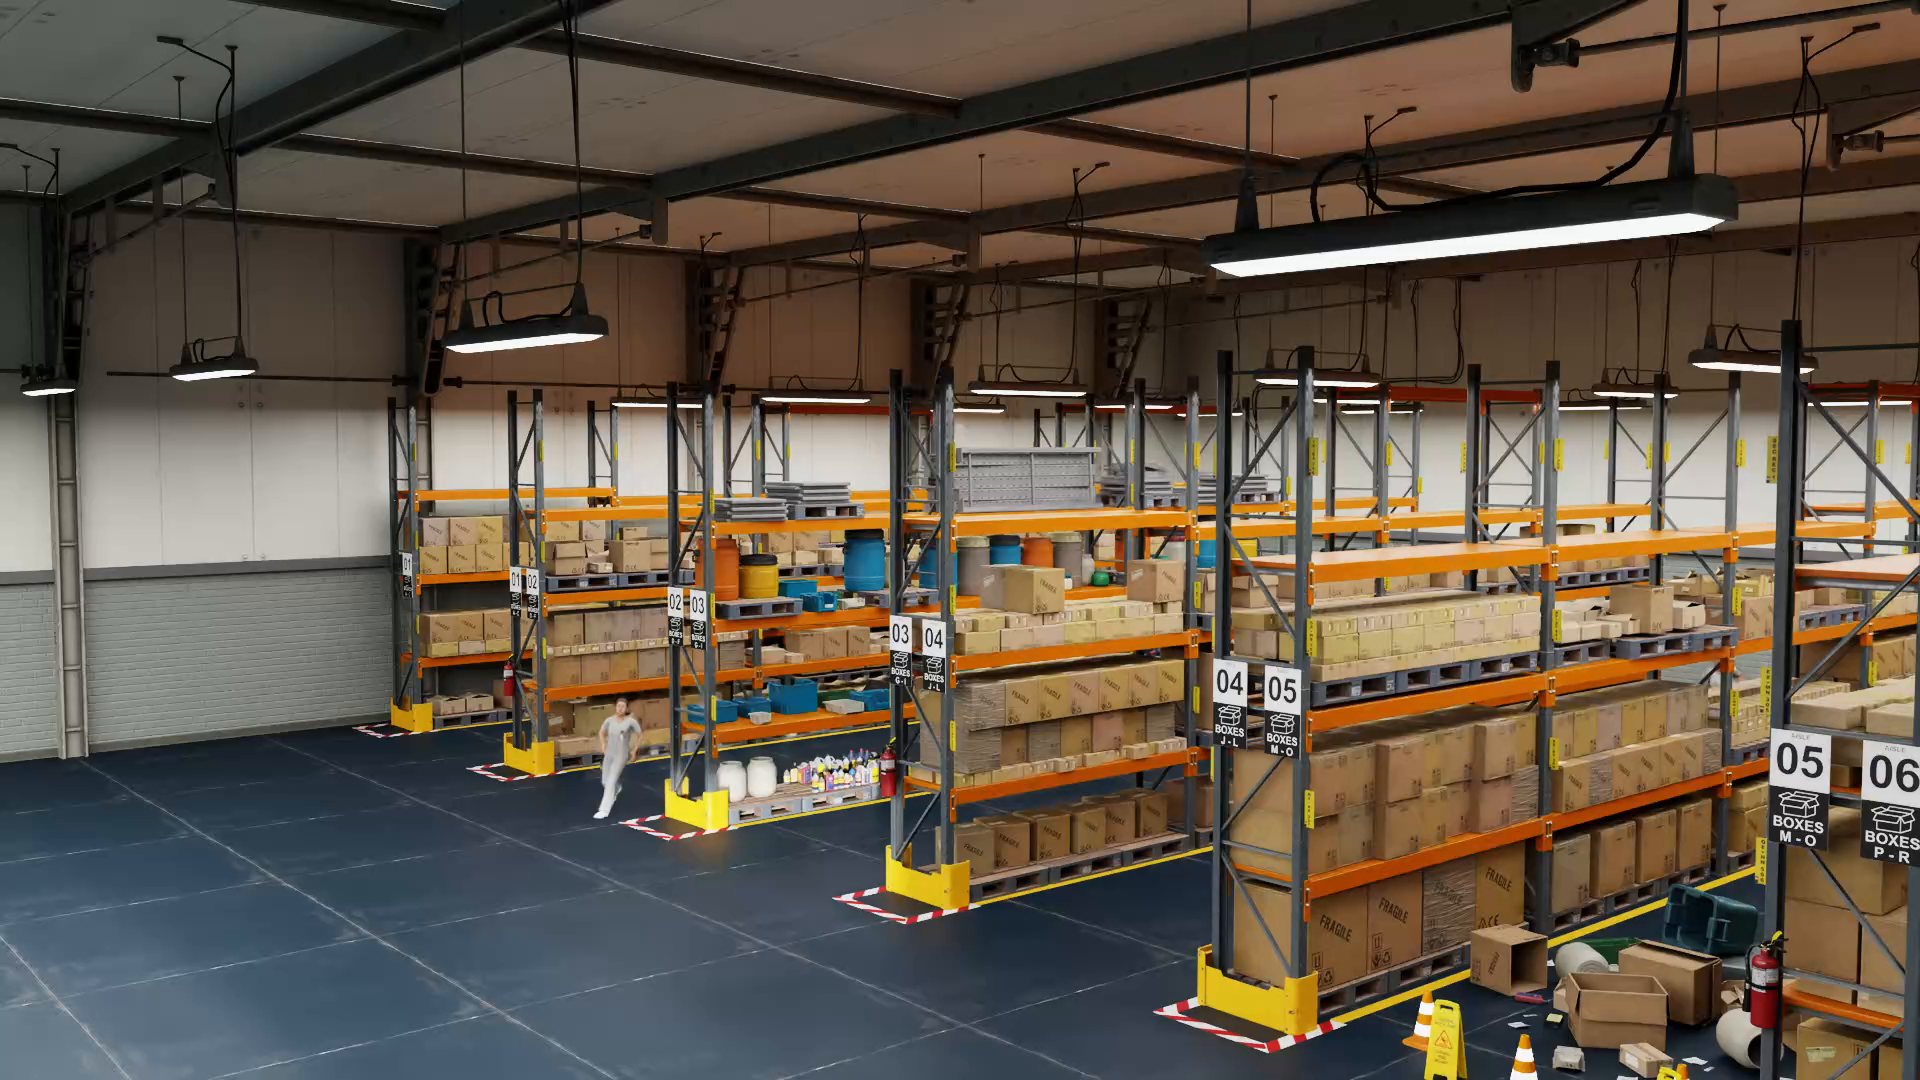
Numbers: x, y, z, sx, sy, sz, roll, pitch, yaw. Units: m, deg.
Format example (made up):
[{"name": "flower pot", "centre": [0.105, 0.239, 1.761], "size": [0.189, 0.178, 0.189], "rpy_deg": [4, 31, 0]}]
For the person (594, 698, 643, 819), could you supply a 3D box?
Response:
[{"name": "person", "centre": [-4.732, 3.000, 23.094], "size": [0.617, 1.630, 0.849], "rpy_deg": [1, 3, 11]}]

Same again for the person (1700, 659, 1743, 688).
[{"name": "person", "centre": [12.679, 2.682, 27.617], "size": [0.719, 1.715, 0.609], "rpy_deg": [2, 4, 25]}]

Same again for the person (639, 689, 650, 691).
[{"name": "person", "centre": [-5.490, 2.637, 29.364], "size": [0.517, 1.630, 0.784], "rpy_deg": [3, 5, 43]}]
